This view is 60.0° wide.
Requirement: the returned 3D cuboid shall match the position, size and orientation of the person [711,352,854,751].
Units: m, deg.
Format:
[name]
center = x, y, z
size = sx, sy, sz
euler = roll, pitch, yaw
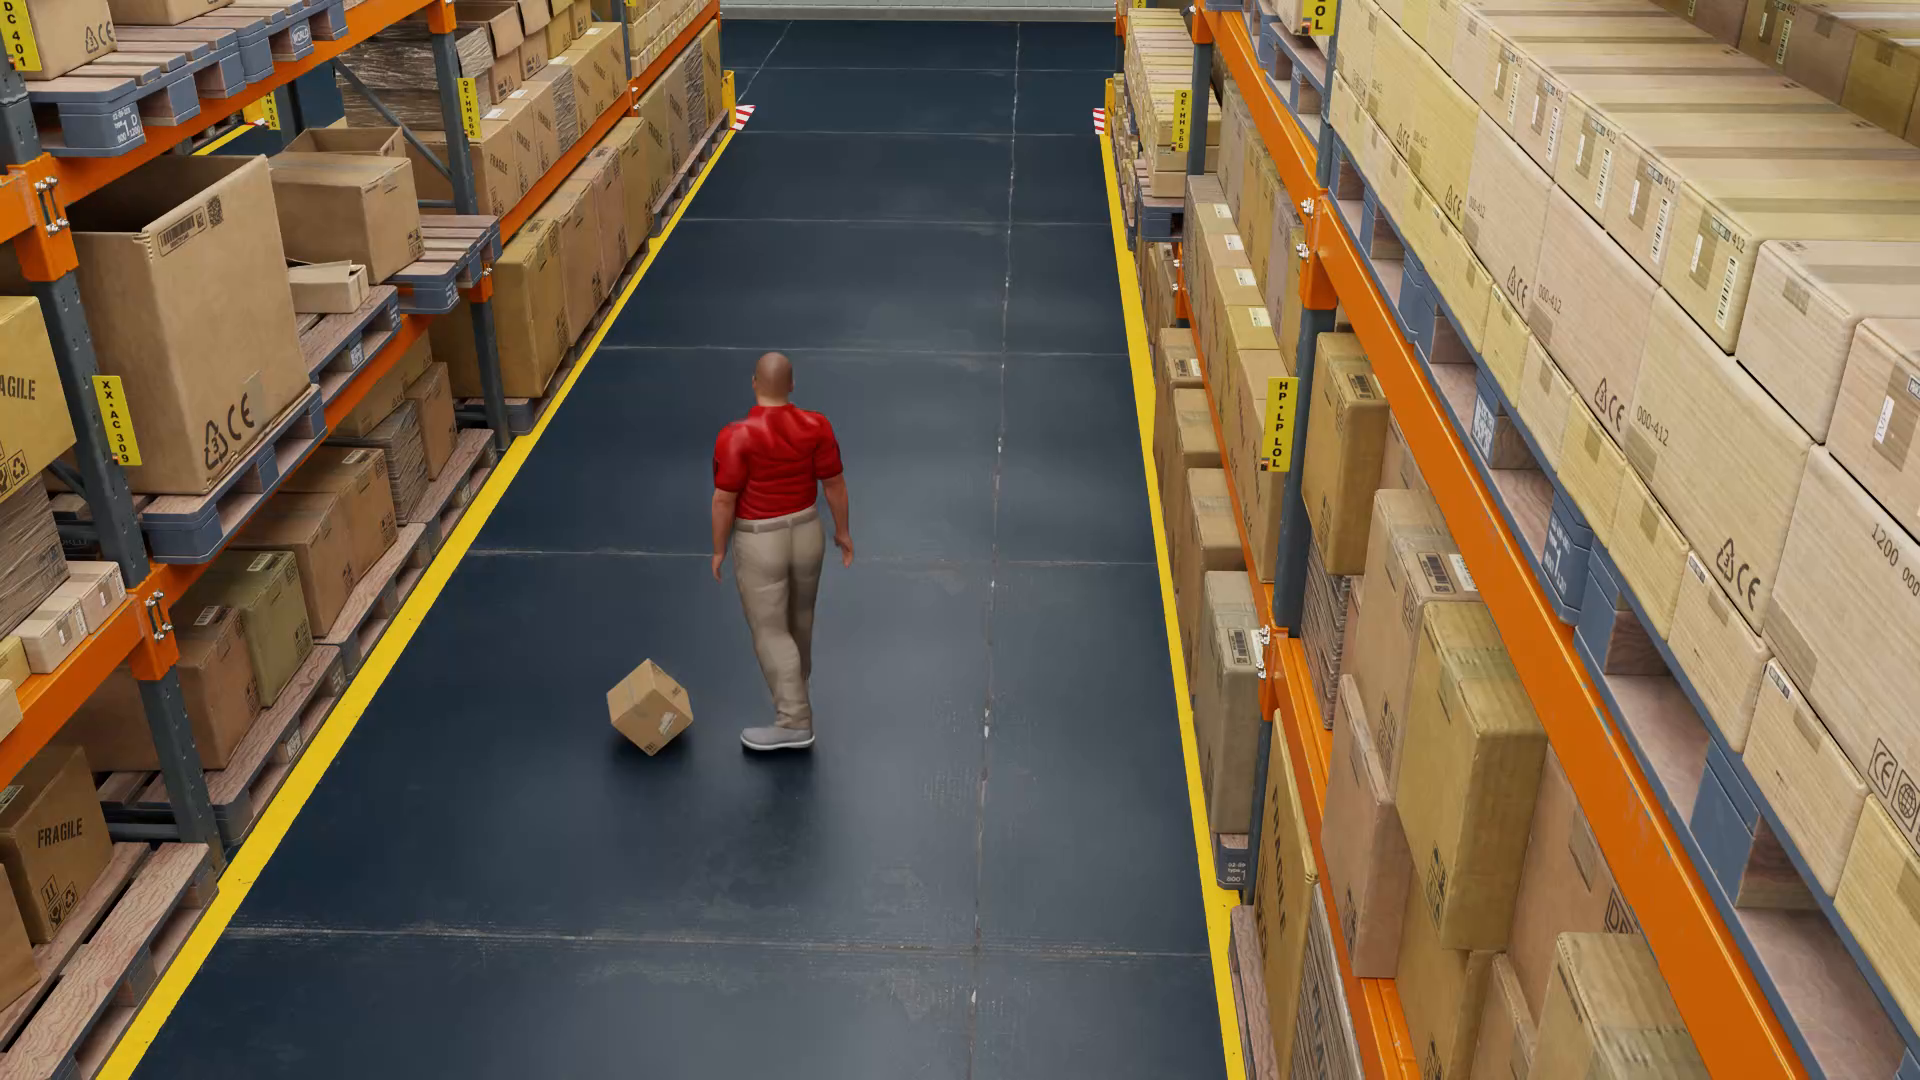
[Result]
[person]
center = -0.745, 0.031, 7.084
size = 0.626, 1.716, 0.626
euler = -16, 32, -27
